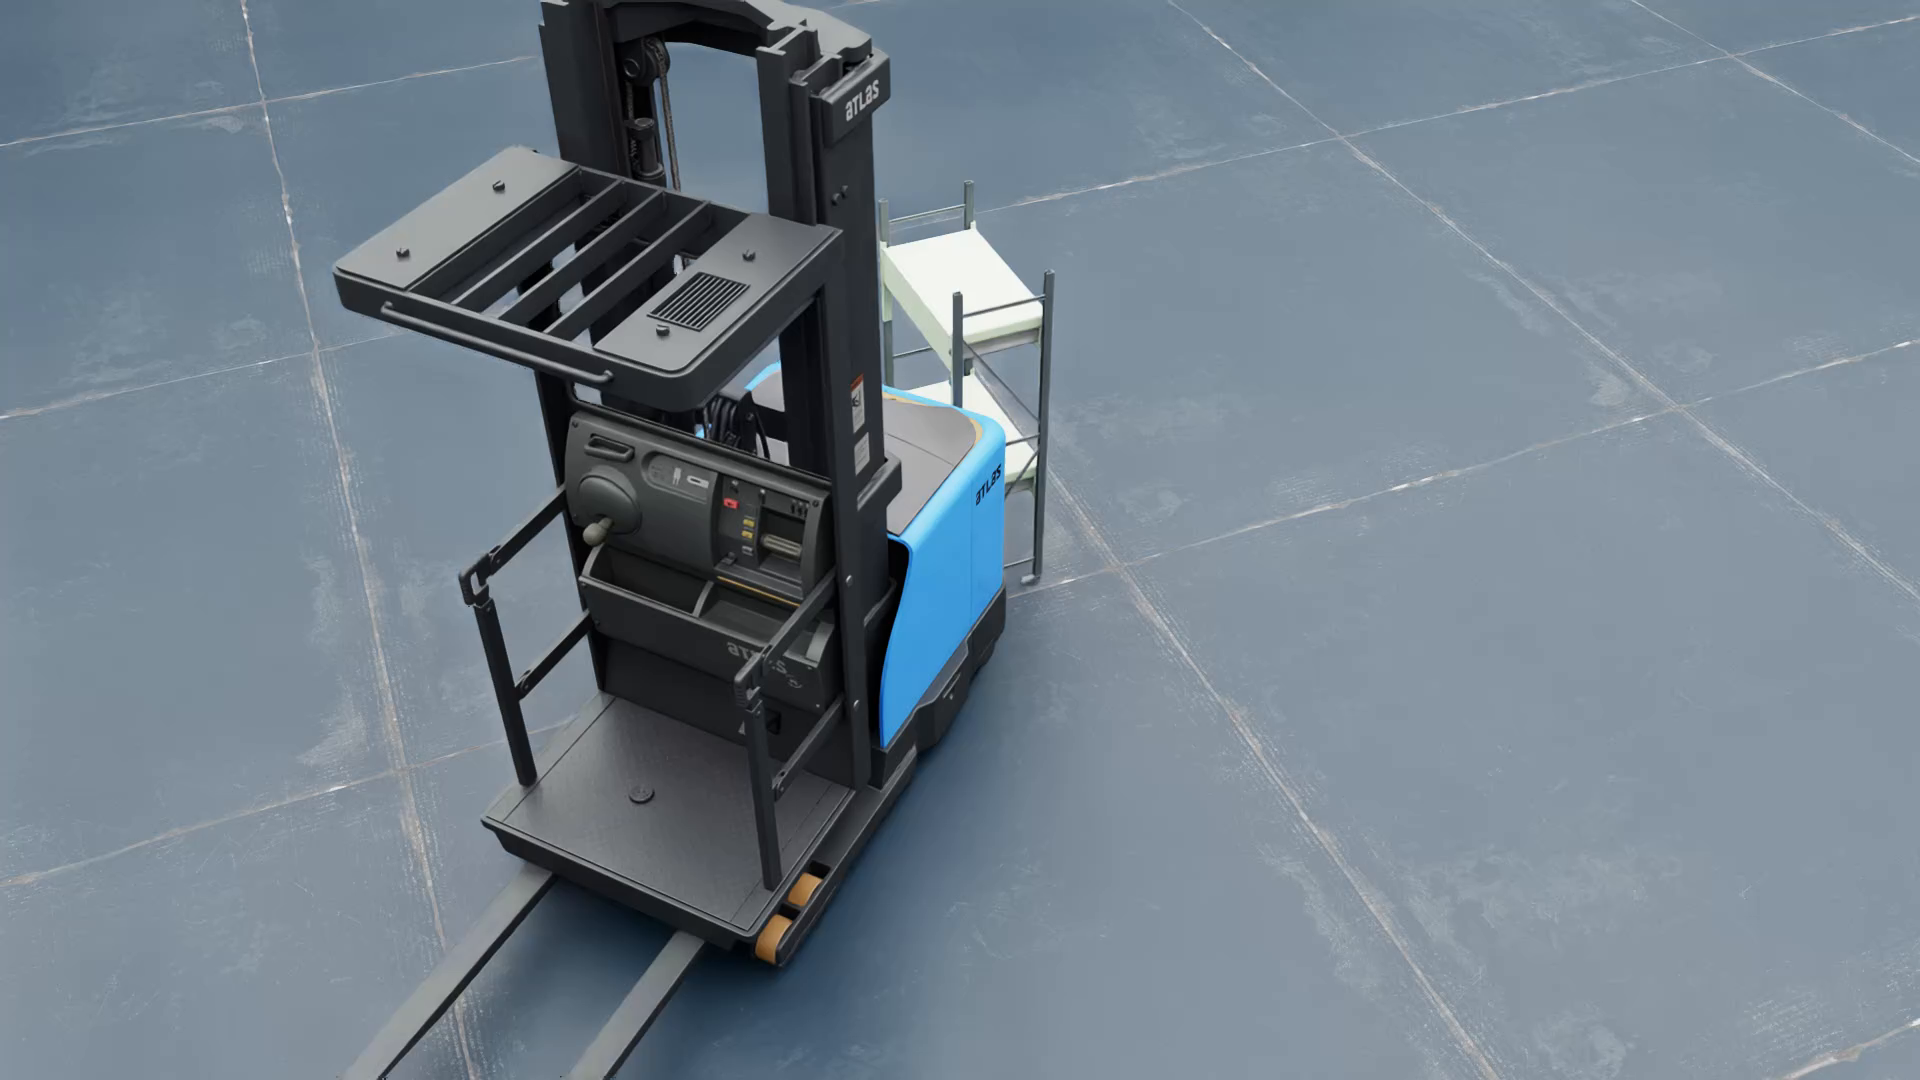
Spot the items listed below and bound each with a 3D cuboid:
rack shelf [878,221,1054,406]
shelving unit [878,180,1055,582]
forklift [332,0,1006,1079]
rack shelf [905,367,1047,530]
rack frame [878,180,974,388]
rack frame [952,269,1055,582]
[{"bbox_3d":[0.014,-0.882,6.527,0.431,0.370,0.720,-16,43,-18],"label":"rack shelf"},{"bbox_3d":[0.014,-0.586,6.781,0.431,1.500,0.755,-16,43,-18],"label":"shelving unit"},{"bbox_3d":[-0.929,-0.020,5.025,1.130,2.935,3.031,18,44,20],"label":"forklift"},{"bbox_3d":[0.014,-0.339,6.994,0.431,0.370,0.720,-16,43,-18],"label":"rack shelf"},{"bbox_3d":[-0.132,-0.805,7.036,0.400,1.500,0.023,-16,43,-18],"label":"rack frame"},{"bbox_3d":[0.159,-0.367,6.527,0.400,1.500,0.023,-16,43,-18],"label":"rack frame"}]
